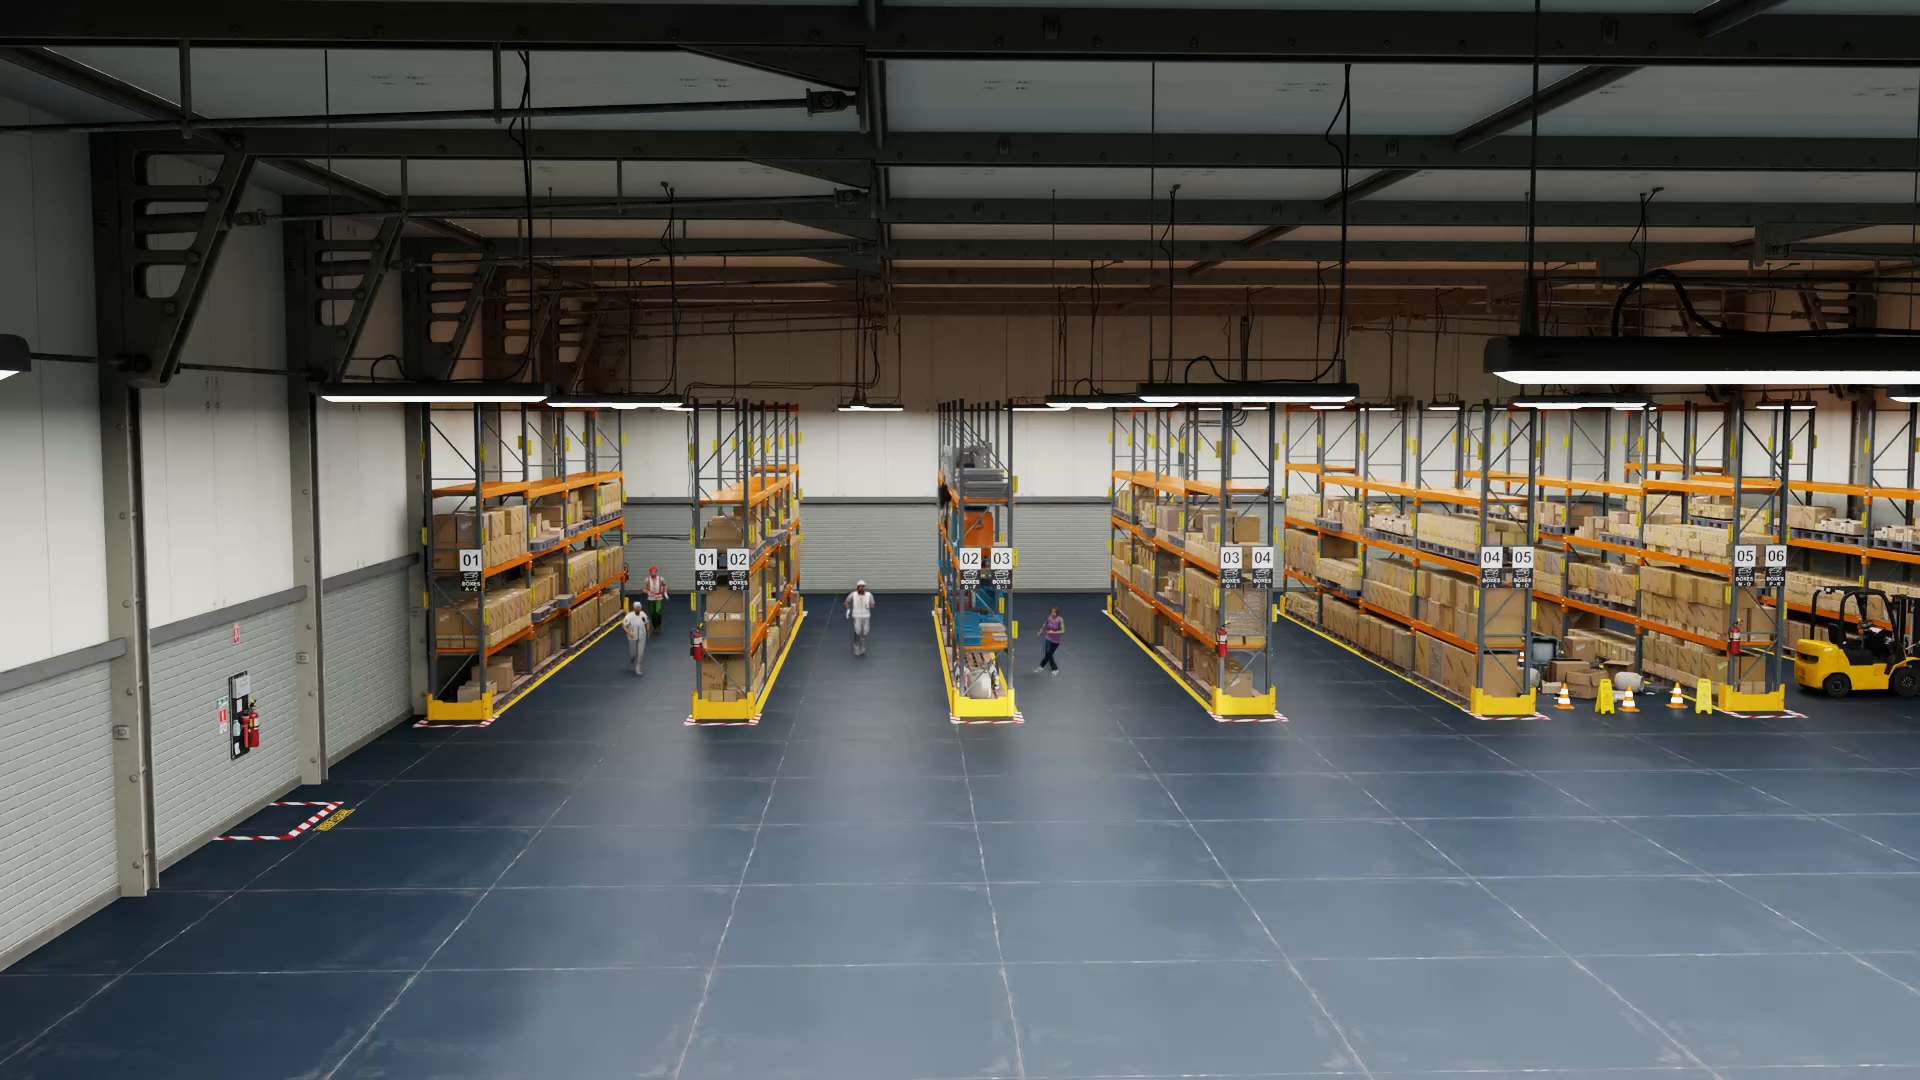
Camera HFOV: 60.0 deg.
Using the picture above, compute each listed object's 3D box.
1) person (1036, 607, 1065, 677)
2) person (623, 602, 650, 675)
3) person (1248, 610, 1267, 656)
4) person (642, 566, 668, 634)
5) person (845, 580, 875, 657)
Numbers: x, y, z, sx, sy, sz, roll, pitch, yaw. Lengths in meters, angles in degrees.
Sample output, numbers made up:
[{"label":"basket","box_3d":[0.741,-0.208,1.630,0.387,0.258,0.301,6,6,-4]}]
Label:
[{"label":"person","box_3d":[1.974,2.194,36.280,0.692,1.524,0.653,1,4,14]},{"label":"person","box_3d":[-7.136,2.151,36.663,0.606,1.613,0.652,-2,5,-19]},{"label":"person","box_3d":[6.976,1.887,39.459,0.685,1.693,0.699,-1,5,-17]},{"label":"person","box_3d":[-7.902,1.561,43.078,0.640,1.766,0.777,0,4,-3]},{"label":"person","box_3d":[-2.337,1.853,39.274,0.674,1.791,0.711,-1,4,-12]}]
